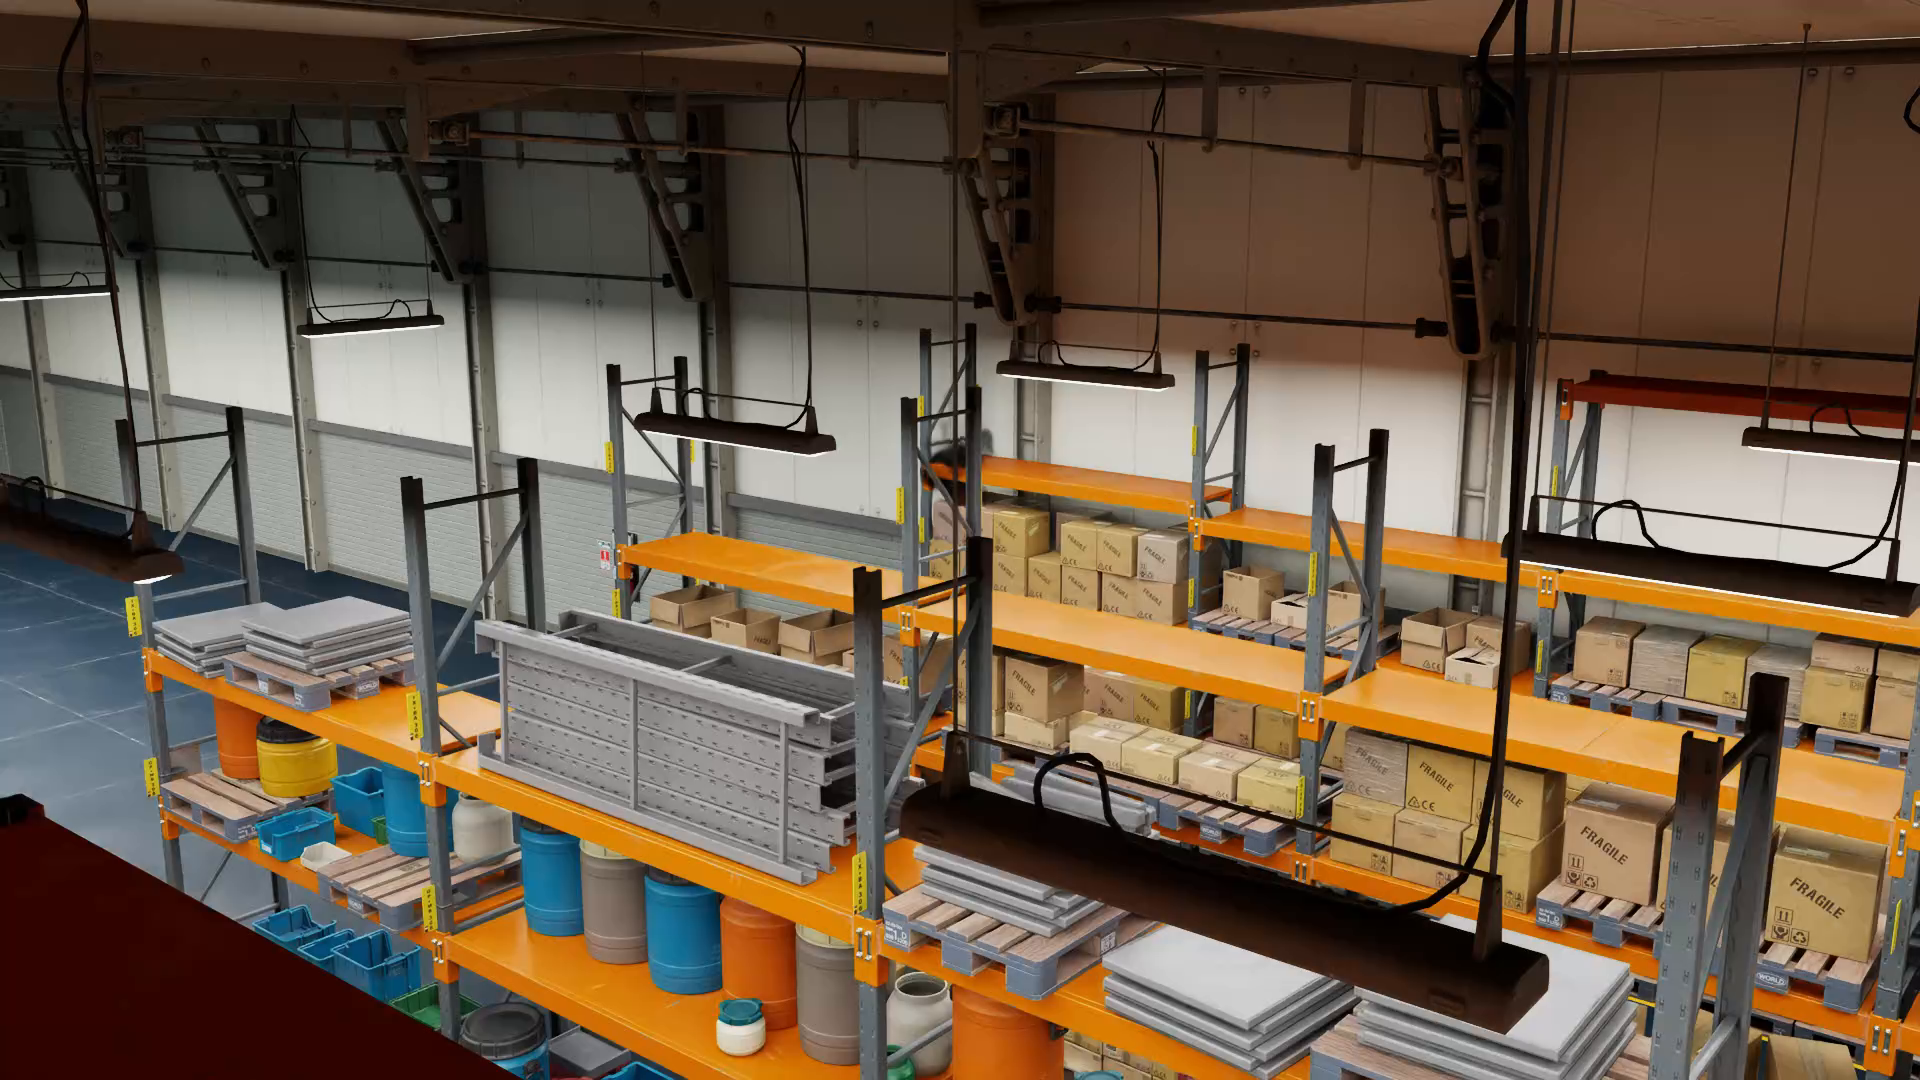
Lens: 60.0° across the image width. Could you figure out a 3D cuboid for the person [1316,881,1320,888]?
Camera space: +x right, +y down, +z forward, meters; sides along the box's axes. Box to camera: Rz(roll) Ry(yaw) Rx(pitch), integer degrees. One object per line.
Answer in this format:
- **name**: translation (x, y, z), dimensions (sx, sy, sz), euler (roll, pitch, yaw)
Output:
- **person**: translation (3.254, 3.733, 16.002), dimensions (0.802, 1.635, 0.575), euler (7, 14, 28)
